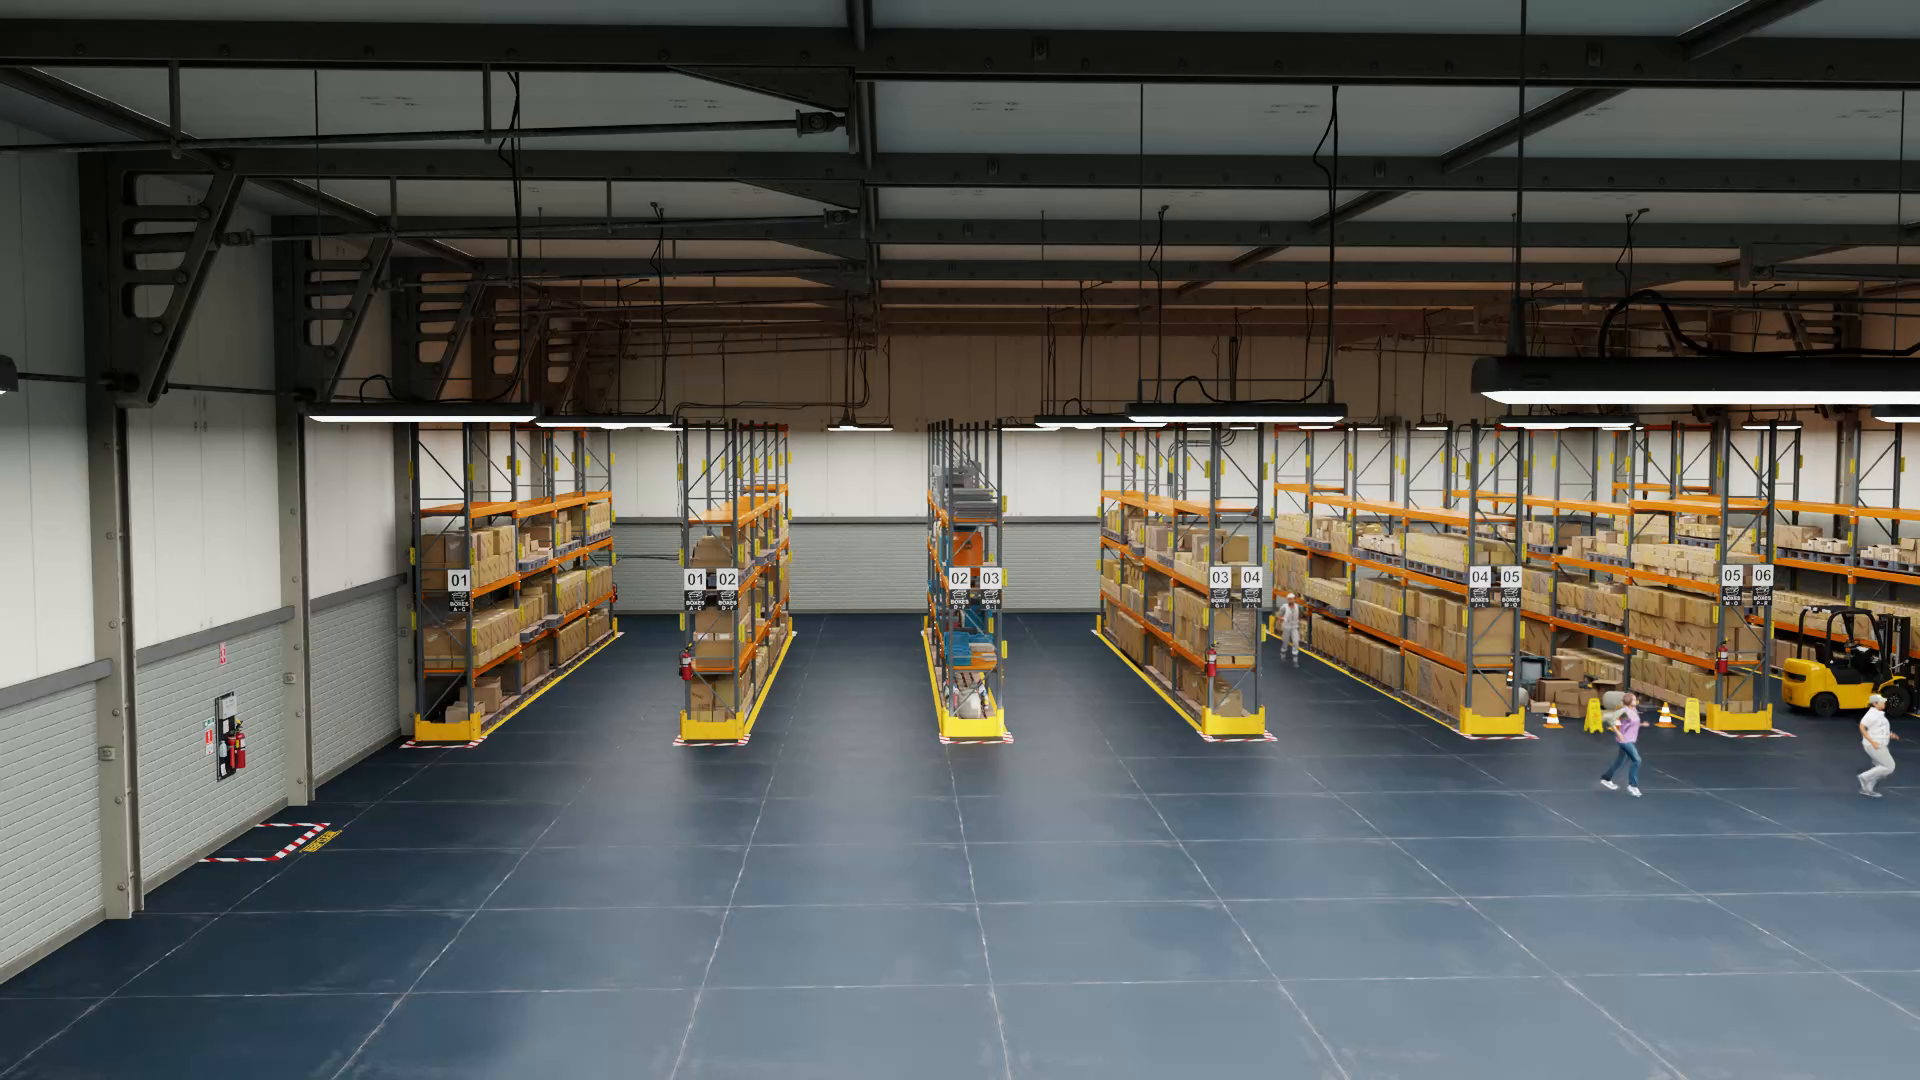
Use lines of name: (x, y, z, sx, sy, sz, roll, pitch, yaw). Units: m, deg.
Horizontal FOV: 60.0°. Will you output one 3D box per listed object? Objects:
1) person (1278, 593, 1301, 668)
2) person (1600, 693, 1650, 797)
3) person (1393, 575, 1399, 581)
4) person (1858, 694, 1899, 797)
person: (8.103, 2.195, 40.888, 0.613, 1.803, 0.952, 0, 4, -2)
person: (10.580, 3.239, 26.440, 0.721, 1.650, 0.509, 3, 5, 36)
person: (12.861, 1.730, 49.272, 0.752, 1.746, 0.613, 0, 4, -7)
person: (14.454, 3.236, 26.148, 0.538, 1.625, 0.600, 3, 4, 35)
